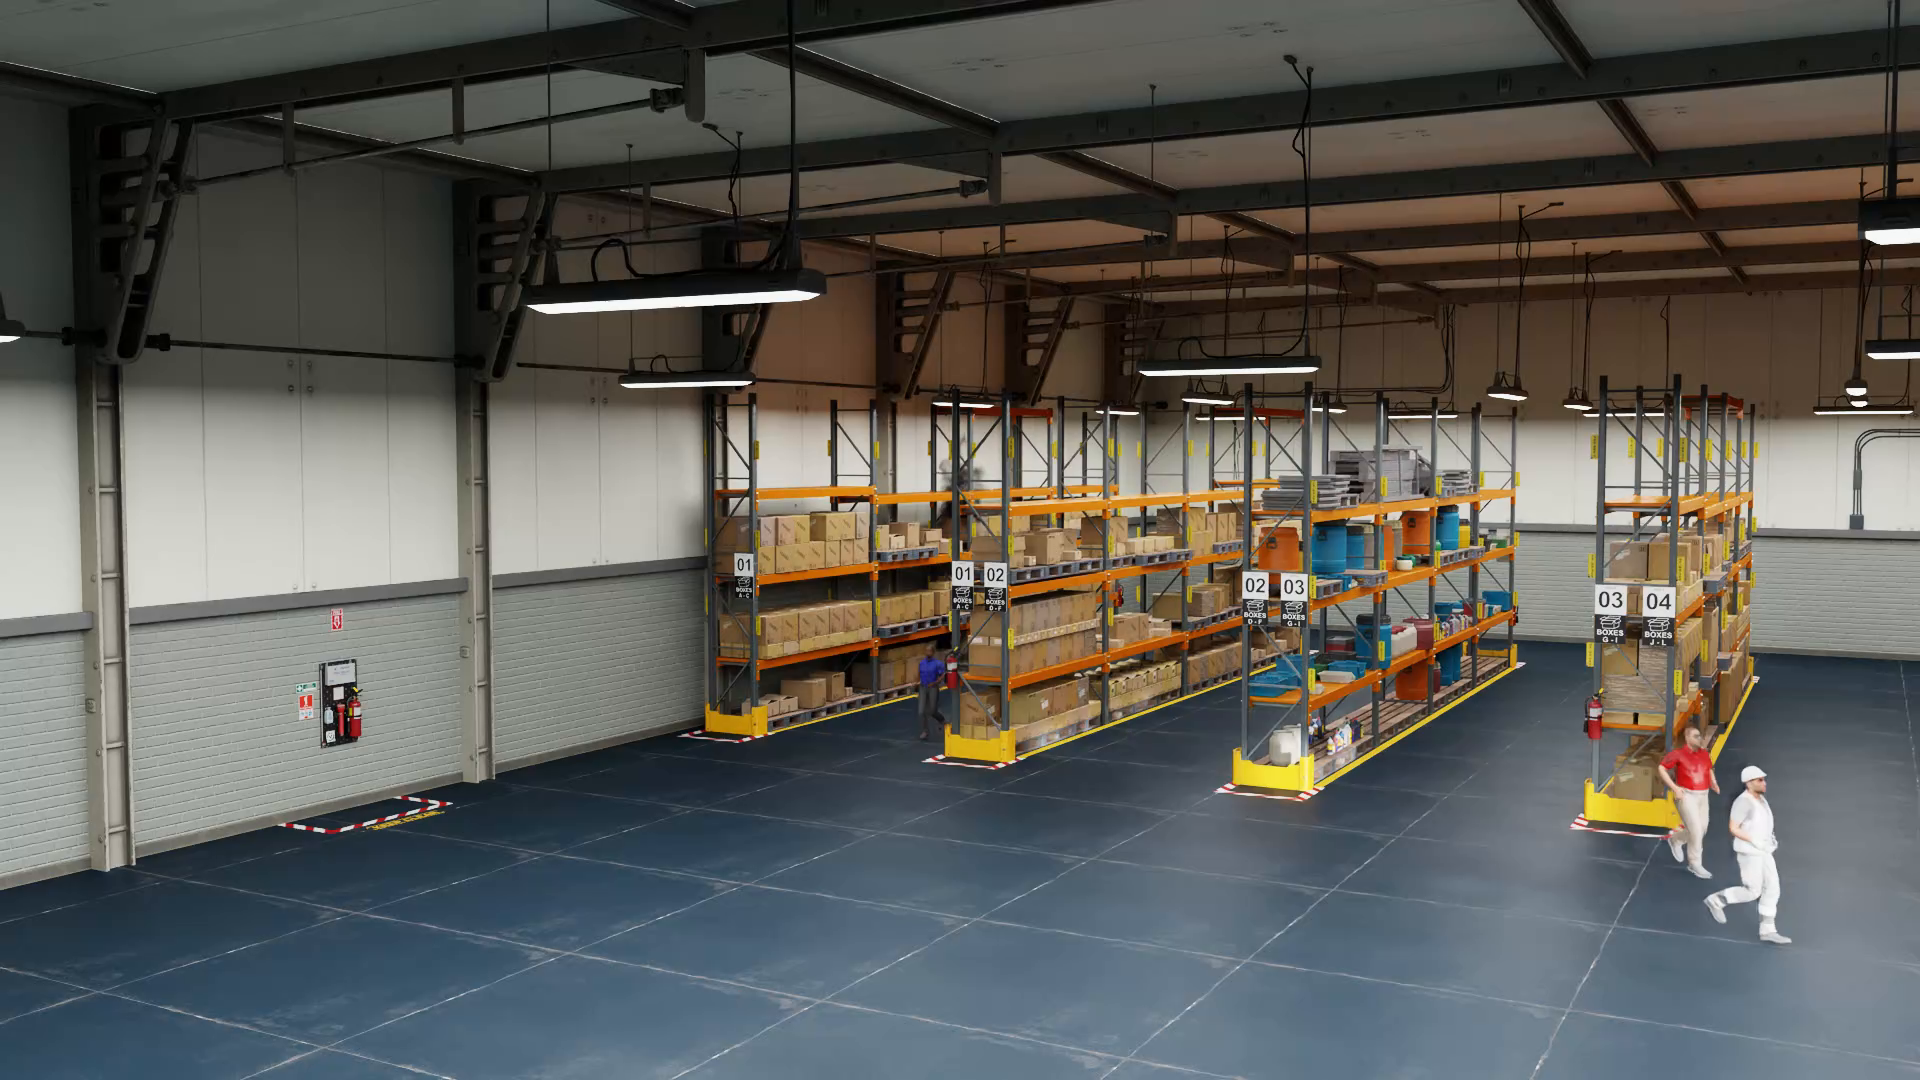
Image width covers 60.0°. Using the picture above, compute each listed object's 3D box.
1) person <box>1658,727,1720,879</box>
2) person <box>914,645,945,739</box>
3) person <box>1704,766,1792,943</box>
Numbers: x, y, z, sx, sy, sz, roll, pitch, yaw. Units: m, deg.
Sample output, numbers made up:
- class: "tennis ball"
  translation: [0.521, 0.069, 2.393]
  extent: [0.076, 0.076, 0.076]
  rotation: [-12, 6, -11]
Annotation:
- class: "person"
  translation: [8.659, 3.080, 19.767]
  extent: [0.683, 1.725, 0.798]
  rotation: [-1, 3, -20]
- class: "person"
  translation: [-0.532, 2.629, 28.989]
  extent: [0.581, 1.608, 0.681]
  rotation: [1, 3, 25]
- class: "person"
  translation: [8.085, 3.189, 17.001]
  extent: [0.667, 1.763, 0.860]
  rotation: [-3, 4, -40]
